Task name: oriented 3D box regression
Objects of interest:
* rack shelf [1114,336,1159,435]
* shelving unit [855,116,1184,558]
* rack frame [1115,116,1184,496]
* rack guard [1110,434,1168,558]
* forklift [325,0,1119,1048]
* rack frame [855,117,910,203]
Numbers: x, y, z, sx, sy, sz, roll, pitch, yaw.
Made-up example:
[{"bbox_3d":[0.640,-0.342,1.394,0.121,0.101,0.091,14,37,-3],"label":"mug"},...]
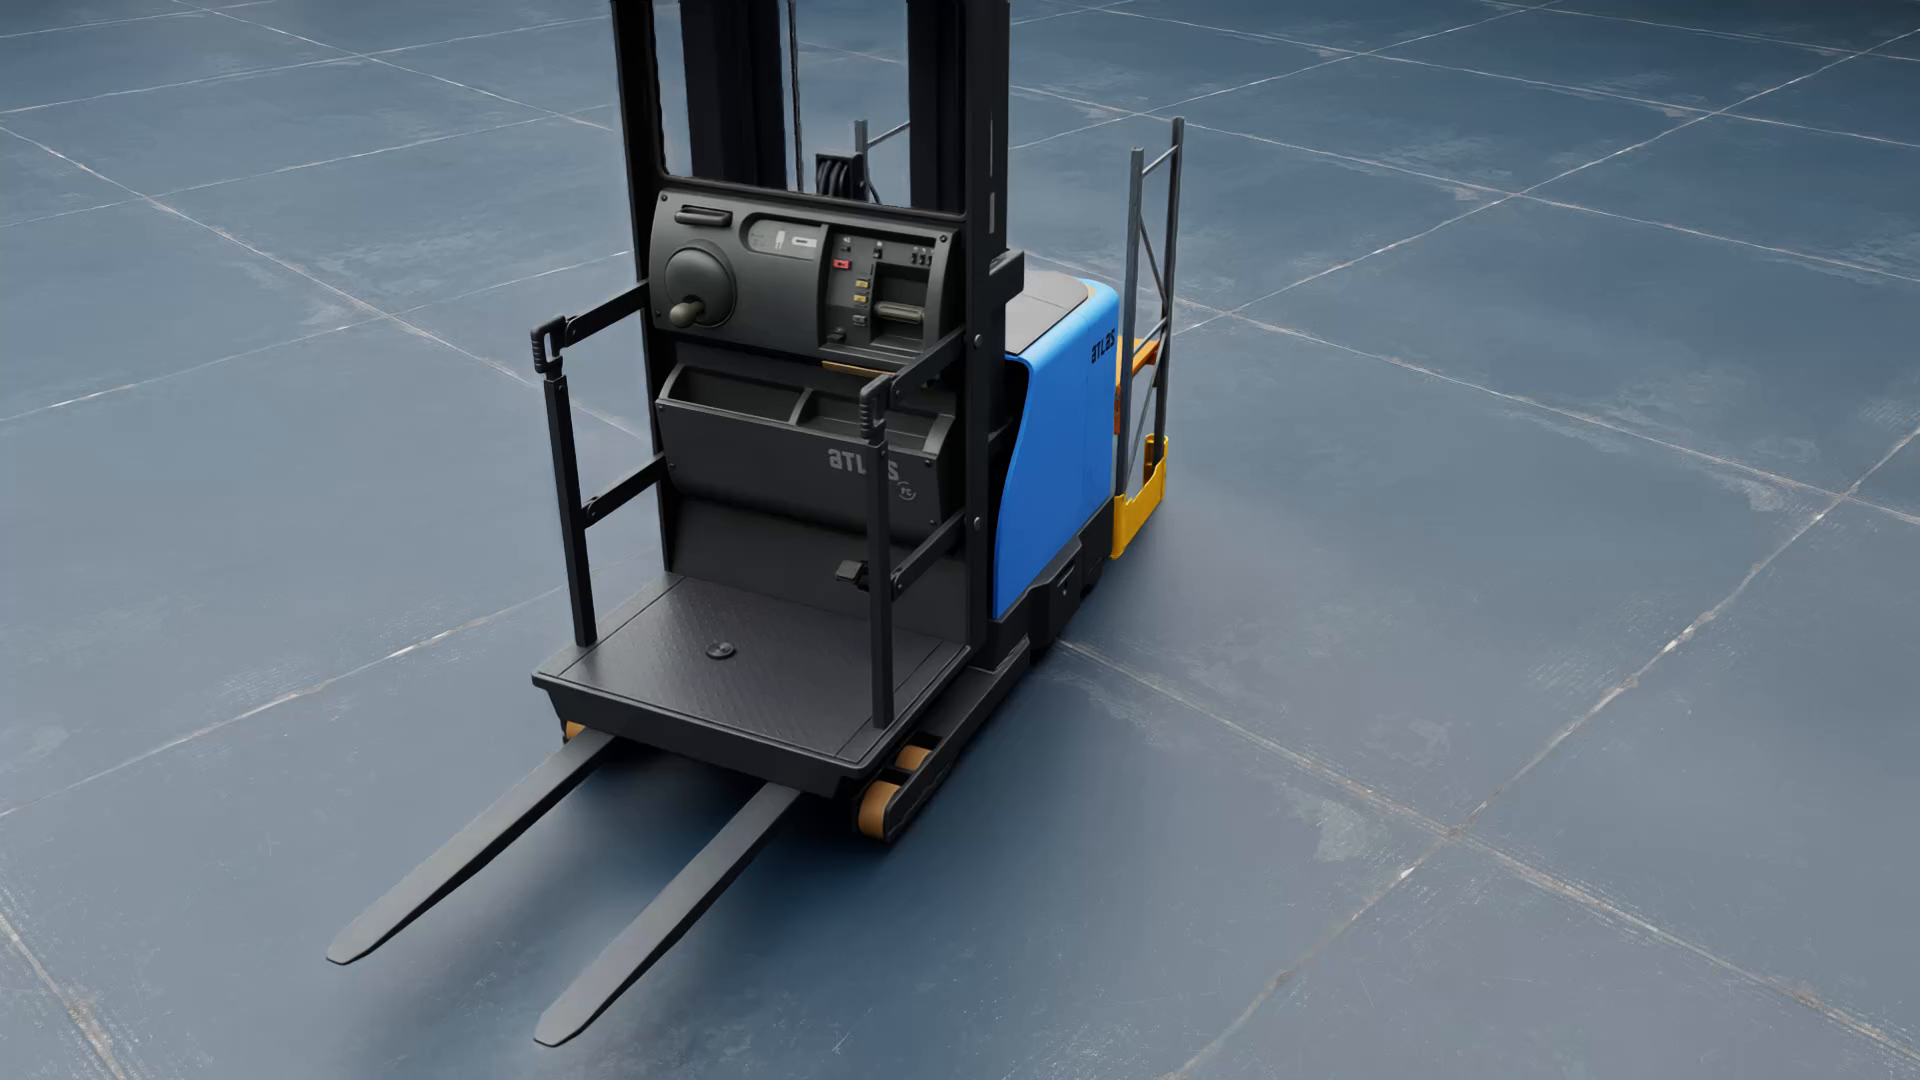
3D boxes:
[{"bbox_3d":[0.212,-0.659,6.279,1.000,0.185,0.538,12,30,21],"label":"rack shelf"},{"bbox_3d":[0.204,-0.820,6.199,1.083,1.500,0.587,12,30,21],"label":"shelving unit"},{"bbox_3d":[0.677,-0.723,6.014,0.032,1.500,0.500,12,30,21],"label":"rack frame"},{"bbox_3d":[0.659,-0.174,6.312,0.087,0.250,0.587,12,30,21],"label":"rack guard"},{"bbox_3d":[-0.541,-0.689,4.411,1.130,2.935,3.031,13,30,22],"label":"forklift"},{"bbox_3d":[-0.253,-0.914,6.377,0.032,1.500,0.500,12,30,21],"label":"rack frame"}]
